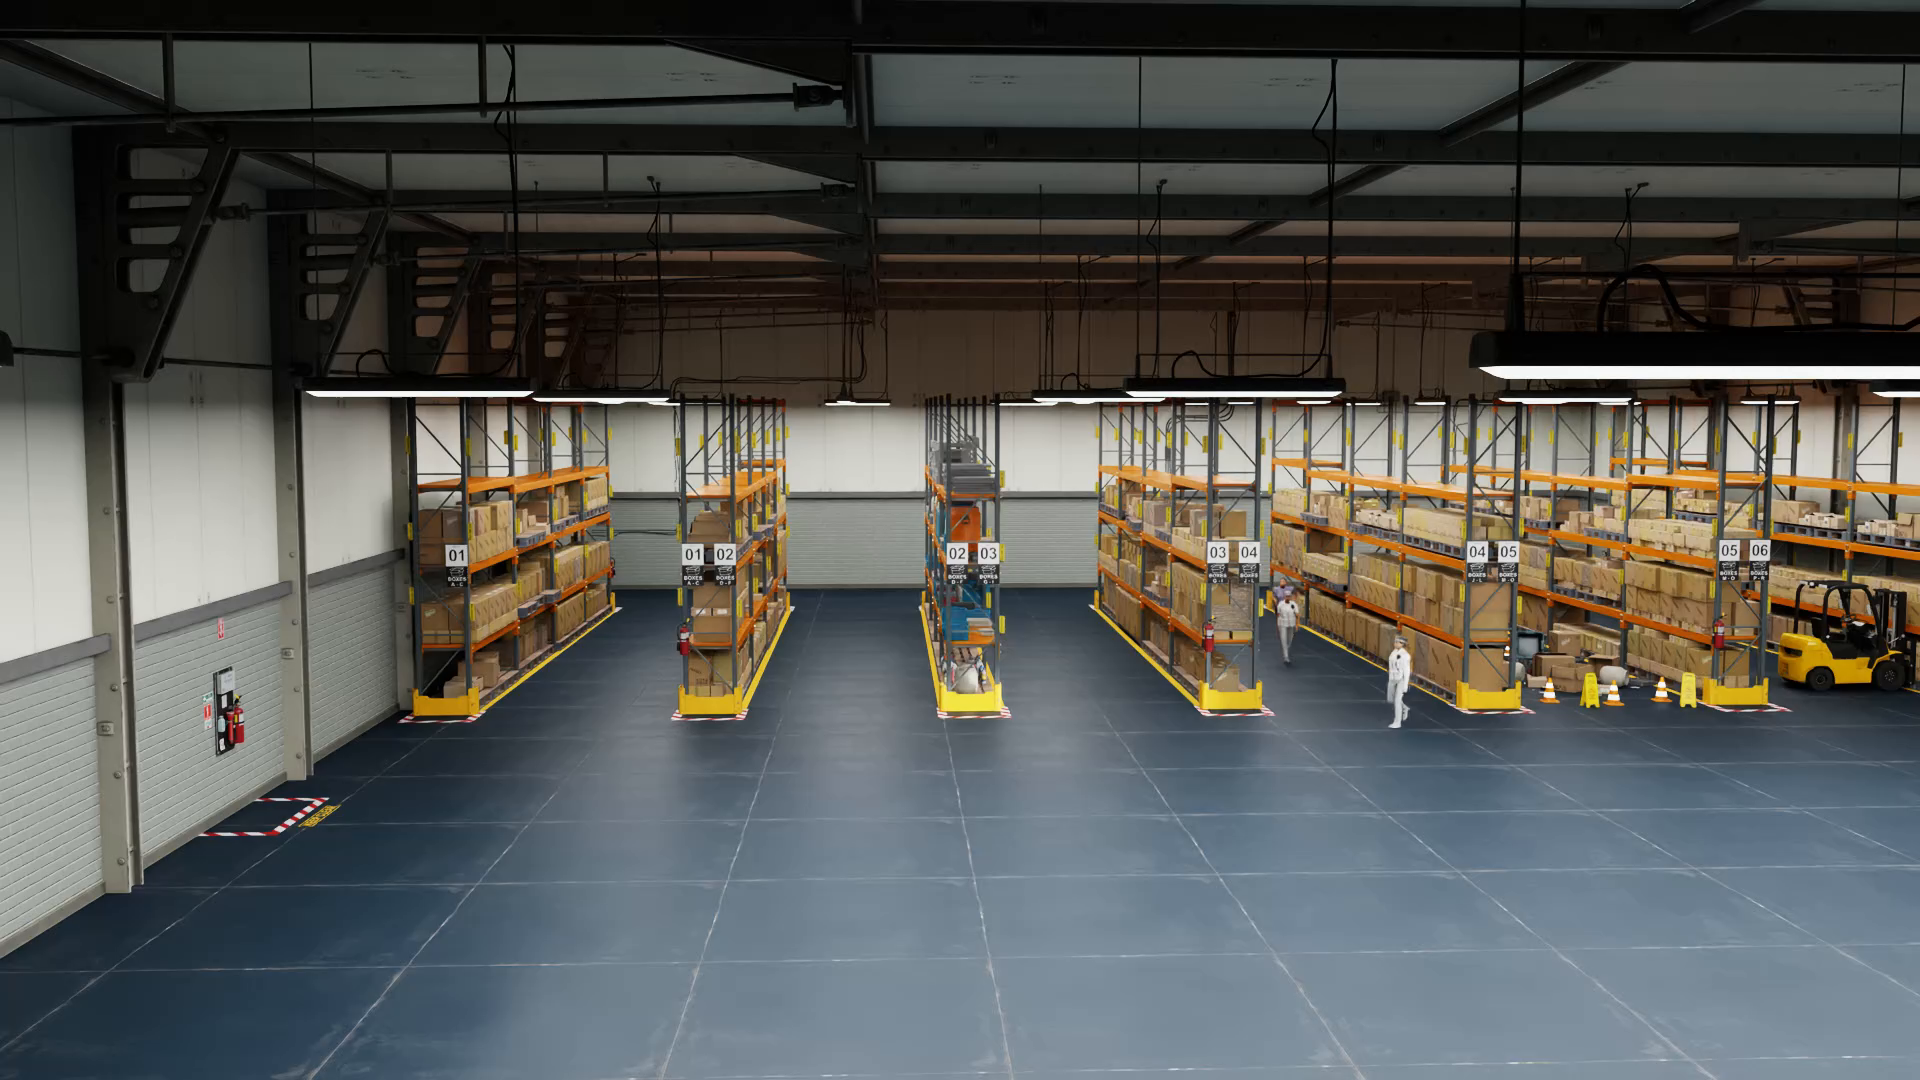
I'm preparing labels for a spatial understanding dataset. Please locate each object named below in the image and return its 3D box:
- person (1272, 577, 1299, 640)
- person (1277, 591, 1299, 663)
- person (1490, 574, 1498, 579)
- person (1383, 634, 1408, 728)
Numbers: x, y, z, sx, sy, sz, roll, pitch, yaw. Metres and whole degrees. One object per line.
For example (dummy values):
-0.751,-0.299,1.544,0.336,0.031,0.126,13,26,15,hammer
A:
8.056,1.676,41.221,0.664,1.549,0.820,1,5,7,person
7.412,1.946,37.520,0.464,1.598,1.052,0,5,-2,person
13.177,1.674,40.885,0.534,1.656,0.517,-3,5,-29,person
7.873,2.511,29.788,0.551,1.676,0.470,-3,6,-37,person
